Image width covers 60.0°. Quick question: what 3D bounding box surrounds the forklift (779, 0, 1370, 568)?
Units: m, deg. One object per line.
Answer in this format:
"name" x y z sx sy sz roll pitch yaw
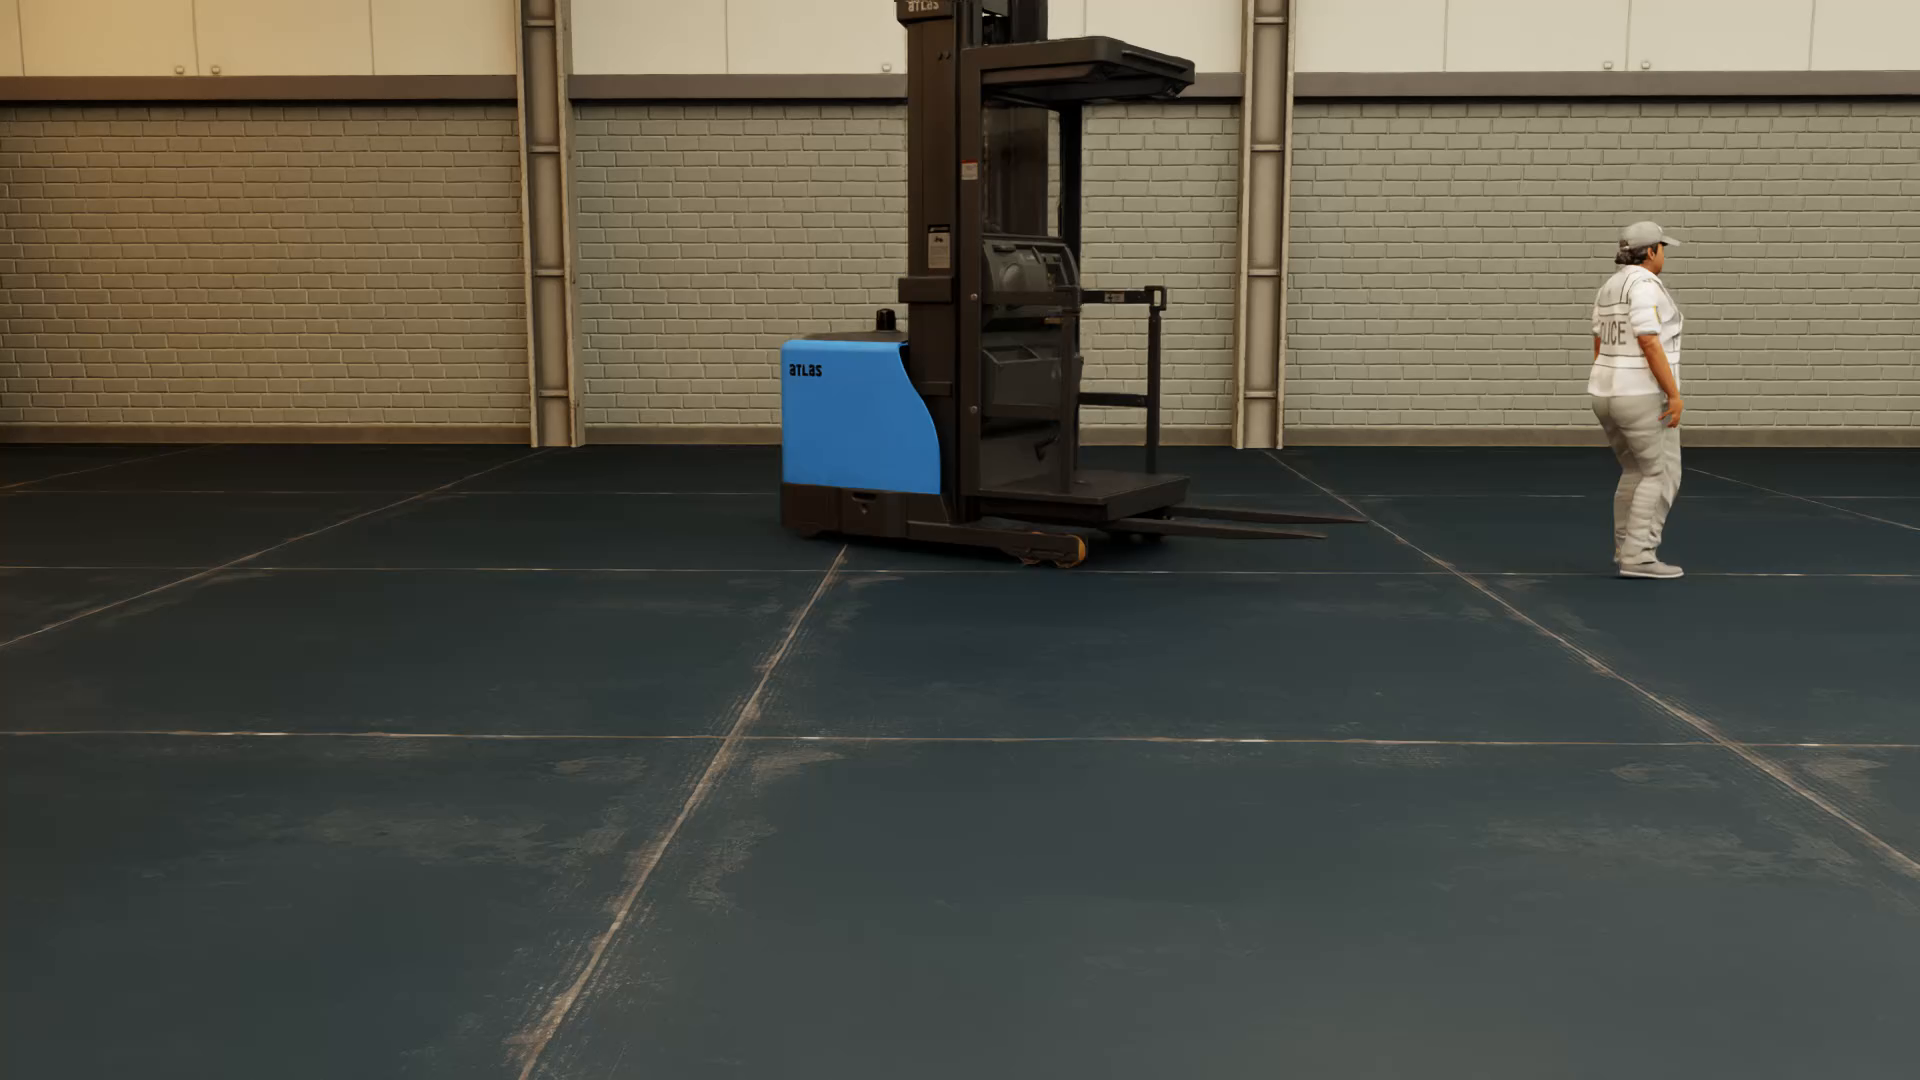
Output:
"forklift" 0.547 -1.402 8.476 3.031 2.935 1.130 5 10 31

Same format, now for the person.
"person" 3.248 -0.647 7.865 0.494 1.696 0.555 -1 9 -4
